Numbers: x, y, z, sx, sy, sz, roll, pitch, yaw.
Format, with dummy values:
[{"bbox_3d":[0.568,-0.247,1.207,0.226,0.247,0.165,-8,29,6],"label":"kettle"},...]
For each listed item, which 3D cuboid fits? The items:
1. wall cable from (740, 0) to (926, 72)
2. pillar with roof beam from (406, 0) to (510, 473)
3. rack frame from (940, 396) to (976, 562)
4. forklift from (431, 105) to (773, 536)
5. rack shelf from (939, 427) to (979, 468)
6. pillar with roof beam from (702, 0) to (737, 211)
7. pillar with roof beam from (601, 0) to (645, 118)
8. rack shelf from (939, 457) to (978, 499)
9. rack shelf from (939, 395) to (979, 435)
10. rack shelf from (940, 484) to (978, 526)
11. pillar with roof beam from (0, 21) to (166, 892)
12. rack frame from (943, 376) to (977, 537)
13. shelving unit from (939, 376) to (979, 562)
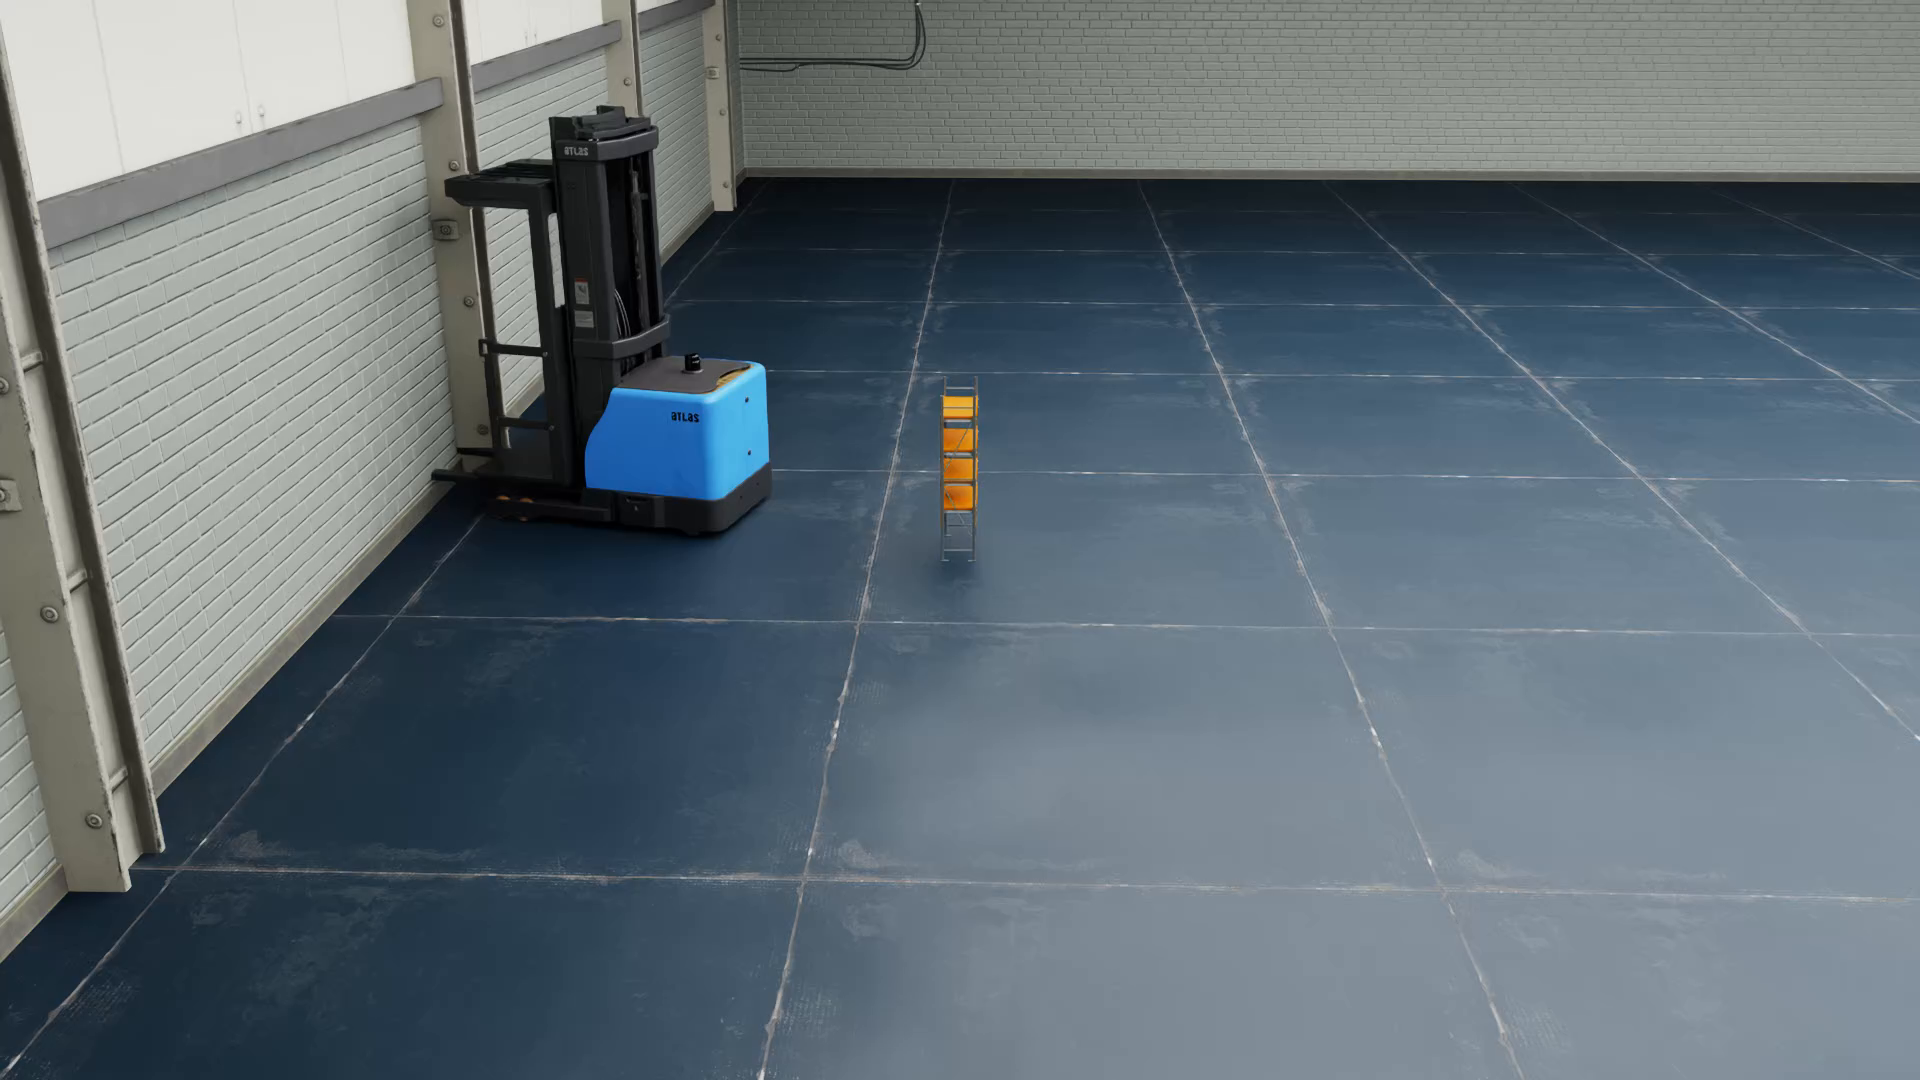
[{"bbox_3d":[-2.092,-8.732,26.386,3.097,2.526,0.112,1,21,2],"label":"wall cable"},{"bbox_3d":[0.434,-4.743,11.813,9.100,9.000,0.400,1,21,2],"label":"pillar with roof beam"},{"bbox_3d":[-0.012,-0.411,11.430,0.240,1.200,0.015,1,21,2],"label":"rack frame"},{"bbox_3d":[-3.022,-1.685,12.319,3.031,2.935,1.130,6,22,15],"label":"forklift"},{"bbox_3d":[-0.005,-0.645,11.601,0.258,0.148,0.480,1,21,2],"label":"rack shelf"},{"bbox_3d":[0.799,-9.082,22.995,9.100,9.000,0.400,1,21,2],"label":"pillar with roof beam"},{"bbox_3d":[0.617,-6.912,17.404,9.100,9.000,0.400,1,21,2],"label":"pillar with roof beam"},{"bbox_3d":[-0.005,-0.437,11.682,0.258,0.148,0.480,1,21,2],"label":"rack shelf"},{"bbox_3d":[-0.005,-0.866,11.515,0.258,0.148,0.480,1,21,2],"label":"rack shelf"},{"bbox_3d":[-0.005,-0.252,11.754,0.258,0.148,0.480,1,21,2],"label":"rack shelf"},{"bbox_3d":[0.252,-2.574,6.221,9.100,9.000,0.400,1,21,2],"label":"pillar with roof beam"},{"bbox_3d":[0.002,-0.588,11.885,0.240,1.200,0.015,1,21,2],"label":"rack frame"},{"bbox_3d":[-0.005,-0.500,11.658,0.258,1.200,0.503,1,21,2],"label":"shelving unit"}]
